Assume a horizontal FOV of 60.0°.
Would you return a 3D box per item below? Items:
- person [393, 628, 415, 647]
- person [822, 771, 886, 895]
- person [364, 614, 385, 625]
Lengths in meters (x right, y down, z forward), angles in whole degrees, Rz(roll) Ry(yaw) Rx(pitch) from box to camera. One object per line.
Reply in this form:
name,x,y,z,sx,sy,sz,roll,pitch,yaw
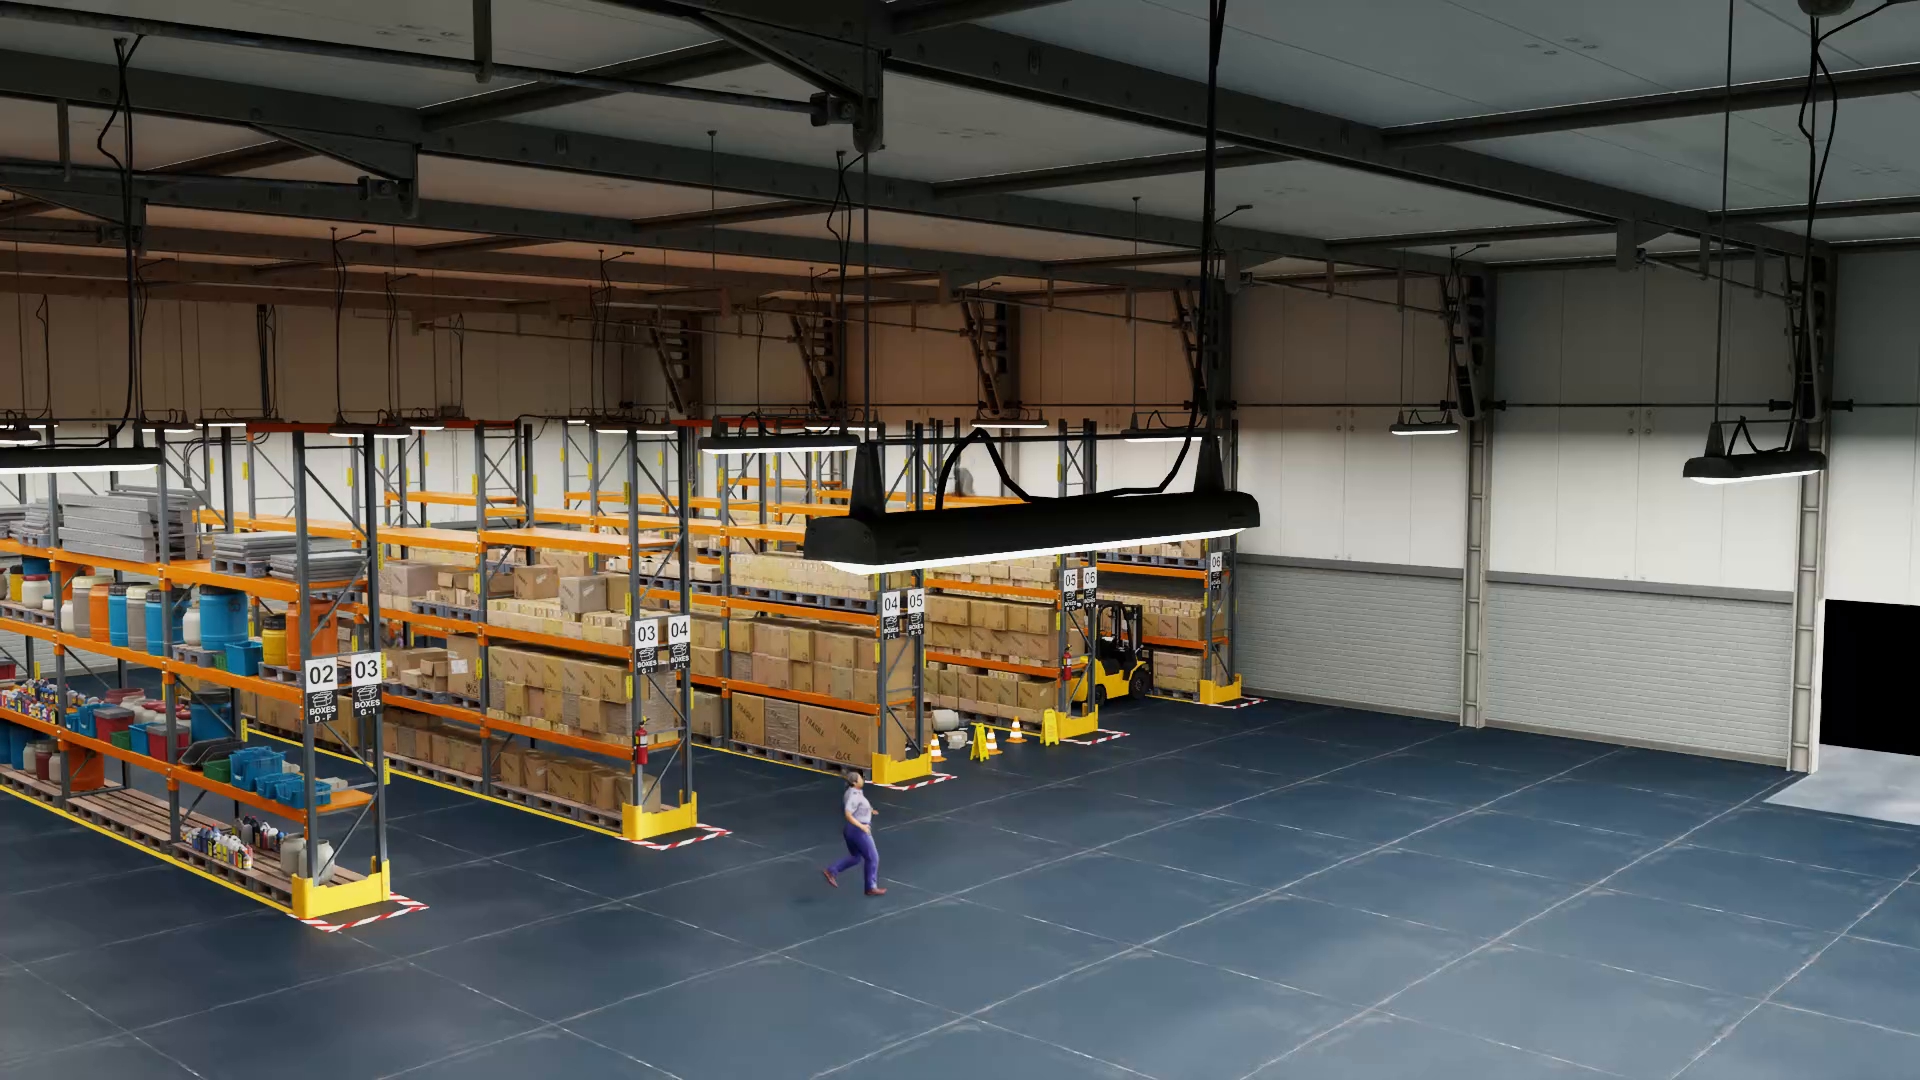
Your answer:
person,-11.917,2.659,35.647,0.540,1.570,0.630,-4,6,-44
person,-1.348,3.774,21.398,0.804,1.613,0.620,-1,5,-16
person,-13.901,2.233,38.914,0.720,1.644,0.638,2,5,18
